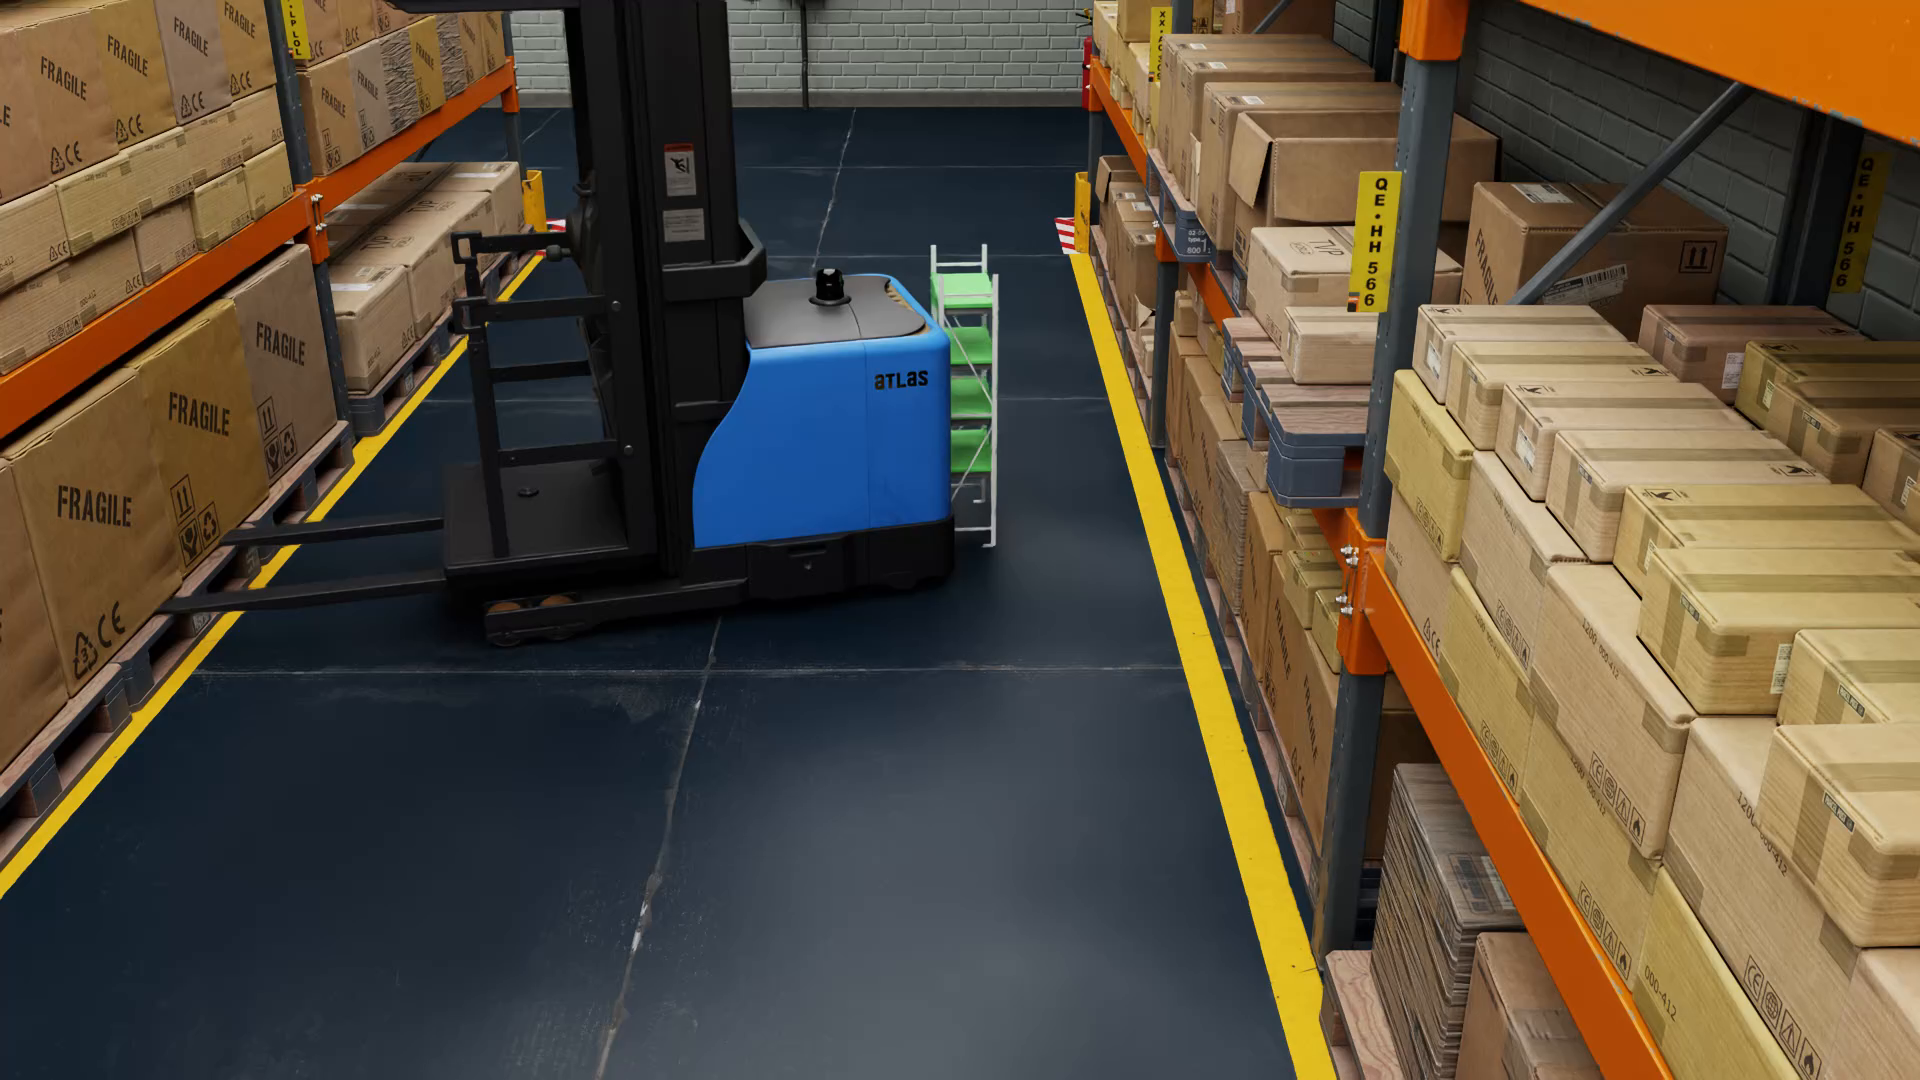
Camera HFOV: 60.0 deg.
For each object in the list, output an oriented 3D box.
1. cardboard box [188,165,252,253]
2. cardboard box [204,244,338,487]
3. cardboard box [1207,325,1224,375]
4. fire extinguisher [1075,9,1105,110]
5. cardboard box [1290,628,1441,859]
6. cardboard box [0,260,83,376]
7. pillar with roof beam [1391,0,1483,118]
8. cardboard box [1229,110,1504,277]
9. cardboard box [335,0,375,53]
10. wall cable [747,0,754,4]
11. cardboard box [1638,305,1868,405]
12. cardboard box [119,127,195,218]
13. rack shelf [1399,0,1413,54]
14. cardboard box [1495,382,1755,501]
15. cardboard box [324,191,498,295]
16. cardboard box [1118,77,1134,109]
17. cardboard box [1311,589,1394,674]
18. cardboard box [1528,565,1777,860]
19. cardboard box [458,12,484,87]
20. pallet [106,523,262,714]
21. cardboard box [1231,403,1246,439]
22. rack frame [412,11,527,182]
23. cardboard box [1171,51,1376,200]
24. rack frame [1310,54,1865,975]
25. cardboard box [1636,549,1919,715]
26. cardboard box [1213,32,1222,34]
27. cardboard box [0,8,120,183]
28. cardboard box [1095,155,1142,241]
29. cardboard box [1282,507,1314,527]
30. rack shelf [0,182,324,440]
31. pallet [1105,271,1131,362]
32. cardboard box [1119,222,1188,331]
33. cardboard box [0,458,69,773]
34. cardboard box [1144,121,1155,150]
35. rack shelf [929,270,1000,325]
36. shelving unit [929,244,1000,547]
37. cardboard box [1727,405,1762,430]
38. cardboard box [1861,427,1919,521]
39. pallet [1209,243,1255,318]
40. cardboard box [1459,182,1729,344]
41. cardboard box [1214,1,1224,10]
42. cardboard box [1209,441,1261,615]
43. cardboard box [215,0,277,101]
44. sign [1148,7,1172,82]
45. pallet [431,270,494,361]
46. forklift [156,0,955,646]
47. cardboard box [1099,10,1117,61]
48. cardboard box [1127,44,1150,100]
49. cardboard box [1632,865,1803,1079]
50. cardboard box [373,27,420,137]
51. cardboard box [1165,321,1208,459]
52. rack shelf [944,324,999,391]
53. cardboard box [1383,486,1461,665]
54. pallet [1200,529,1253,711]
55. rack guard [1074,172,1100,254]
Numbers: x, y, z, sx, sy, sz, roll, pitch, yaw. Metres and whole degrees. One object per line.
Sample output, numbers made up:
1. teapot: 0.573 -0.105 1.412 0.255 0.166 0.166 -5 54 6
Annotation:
1. cardboard box: -3.254 -1.356 6.789 0.500 0.250 0.500 -1 24 -1
2. cardboard box: -3.428 -0.786 7.416 0.875 0.875 0.875 0 24 1
3. cardboard box: 1.281 -0.821 7.162 0.380 0.149 0.250 -1 24 -3
4. fire extinguisher: 0.941 -3.343 11.548 0.296 0.674 0.183 0 24 -1
5. cardboard box: 1.272 0.581 4.849 0.500 0.500 0.500 0 24 1
6. cardboard box: -3.248 -0.732 5.409 0.500 0.250 0.500 1 24 1
7. pillar with roof beam: -1.963 -4.846 7.046 9.100 9.000 0.400 0 24 -1
8. cardboard box: 1.289 -1.103 5.415 0.797 0.503 0.637 -1 24 -2
9. cardboard box: -3.277 -2.724 8.299 0.500 0.500 0.500 -1 24 -1
10. wall cable: -2.226 -6.263 16.226 0.588 1.984 0.122 0 24 -1
11. cardboard box: 1.698 -0.401 3.589 0.380 0.149 0.250 1 24 1
12. cardboard box: -3.243 -1.377 6.230 0.500 0.250 0.500 0 24 1
13. rack shelf: 1.470 -2.056 5.389 1.077 0.370 4.000 0 24 -1
14. cardboard box: 1.234 -0.186 3.112 0.380 0.149 0.250 0 24 1
15. cardboard box: -3.433 -1.841 10.281 0.875 0.438 0.875 0 24 1
16. cardboard box: 1.121 -2.599 9.662 0.380 0.149 0.250 0 24 1
17. cardboard box: 1.233 0.256 4.780 0.380 0.149 0.250 -1 24 -3
18. cardboard box: 1.244 0.253 2.625 0.500 0.250 0.500 -1 24 -2
19. cardboard box: -3.298 -3.107 10.358 0.500 0.500 0.500 -1 24 -2
20. pallet: -3.415 0.275 6.387 1.003 0.211 1.213 0 24 -1
21. cardboard box: 1.263 -0.503 6.458 0.380 0.149 0.250 1 24 1
22. rack frame: -3.559 -3.466 11.273 1.000 3.000 0.127 0 24 -1
23. cardboard box: 1.236 -1.665 6.660 0.700 0.500 0.500 0 24 0
24. rack frame: 1.492 -0.193 4.037 1.000 3.000 0.127 0 24 -1
25. cardboard box: 1.225 0.130 2.414 0.380 0.149 0.250 0 24 1
26. cardboard box: 1.686 -2.737 9.482 0.500 0.250 0.500 0 24 -1
27. cardboard box: -3.240 -1.500 5.593 0.500 0.500 0.500 0 24 0
28. cardboard box: 1.317 -2.291 11.196 0.797 0.503 0.637 -1 24 -3
29. cardboard box: 1.283 -0.074 5.509 0.380 0.149 0.250 0 24 1
30. rack shelf: -3.493 -0.666 5.955 1.077 0.370 4.000 0 24 -1
31. pallet: 1.426 -1.358 9.996 1.003 0.211 1.213 0 24 -1
32. cardboard box: 1.298 -1.509 9.471 0.700 0.500 0.500 -1 24 -3
33. cardboard box: -3.396 0.322 4.966 0.875 0.875 0.875 0 24 -1
34. cardboard box: 1.141 -2.071 8.495 0.380 0.149 0.250 0 24 1
35. rack shelf: 0.015 -0.997 6.990 0.258 0.148 0.480 -2 24 -4
36. shelving unit: 0.015 -0.618 7.161 0.258 1.200 0.503 -2 24 -4
37. cardboard box: 1.775 -0.169 3.559 0.500 0.250 0.500 0 24 1
38. cardboard box: 1.827 -0.086 2.892 0.380 0.149 0.250 -1 24 -2
39. pallet: 1.466 -0.907 5.849 1.003 0.211 1.213 0 24 -1
40. cardboard box: 1.643 -0.643 4.401 0.500 0.500 0.500 1 24 2
41. cardboard box: 1.675 -3.369 10.879 0.500 0.250 0.500 0 24 1
42. cardboard box: 1.245 -0.055 6.255 0.500 0.500 0.500 -1 24 -2
43. cardboard box: -3.259 -2.136 6.998 0.500 0.500 0.500 1 24 1
44. sign: 0.906 -2.230 7.491 0.100 0.325 0.005 0 24 -1
45. pallet: -3.461 -1.365 10.011 1.003 0.211 1.213 0 24 -1
46. forklift: -1.597 -1.171 6.283 3.031 2.935 1.130 -7 25 -14
47. cardboard box: 1.146 -3.161 10.420 0.500 0.250 0.500 0 24 0
48. cardboard box: 1.186 -2.529 9.023 0.500 0.250 0.500 0 24 -1
49. cardboard box: 1.269 0.692 2.261 0.500 0.250 0.500 1 24 1
50. cardboard box: -3.259 -2.470 8.950 0.500 0.500 0.500 0 24 0
51. cardboard box: 1.229 -0.694 7.667 0.500 0.500 0.500 1 24 2
52. rack shelf: 0.015 -0.779 7.089 0.258 0.148 0.480 -2 24 -4
53. cardboard box: 1.252 0.059 3.661 0.500 0.250 0.500 0 24 0
54. pallet: 1.511 0.268 6.401 1.003 0.211 1.213 0 24 -1
55. rack guard: 1.405 -2.319 11.772 1.175 0.500 0.348 0 24 -1
